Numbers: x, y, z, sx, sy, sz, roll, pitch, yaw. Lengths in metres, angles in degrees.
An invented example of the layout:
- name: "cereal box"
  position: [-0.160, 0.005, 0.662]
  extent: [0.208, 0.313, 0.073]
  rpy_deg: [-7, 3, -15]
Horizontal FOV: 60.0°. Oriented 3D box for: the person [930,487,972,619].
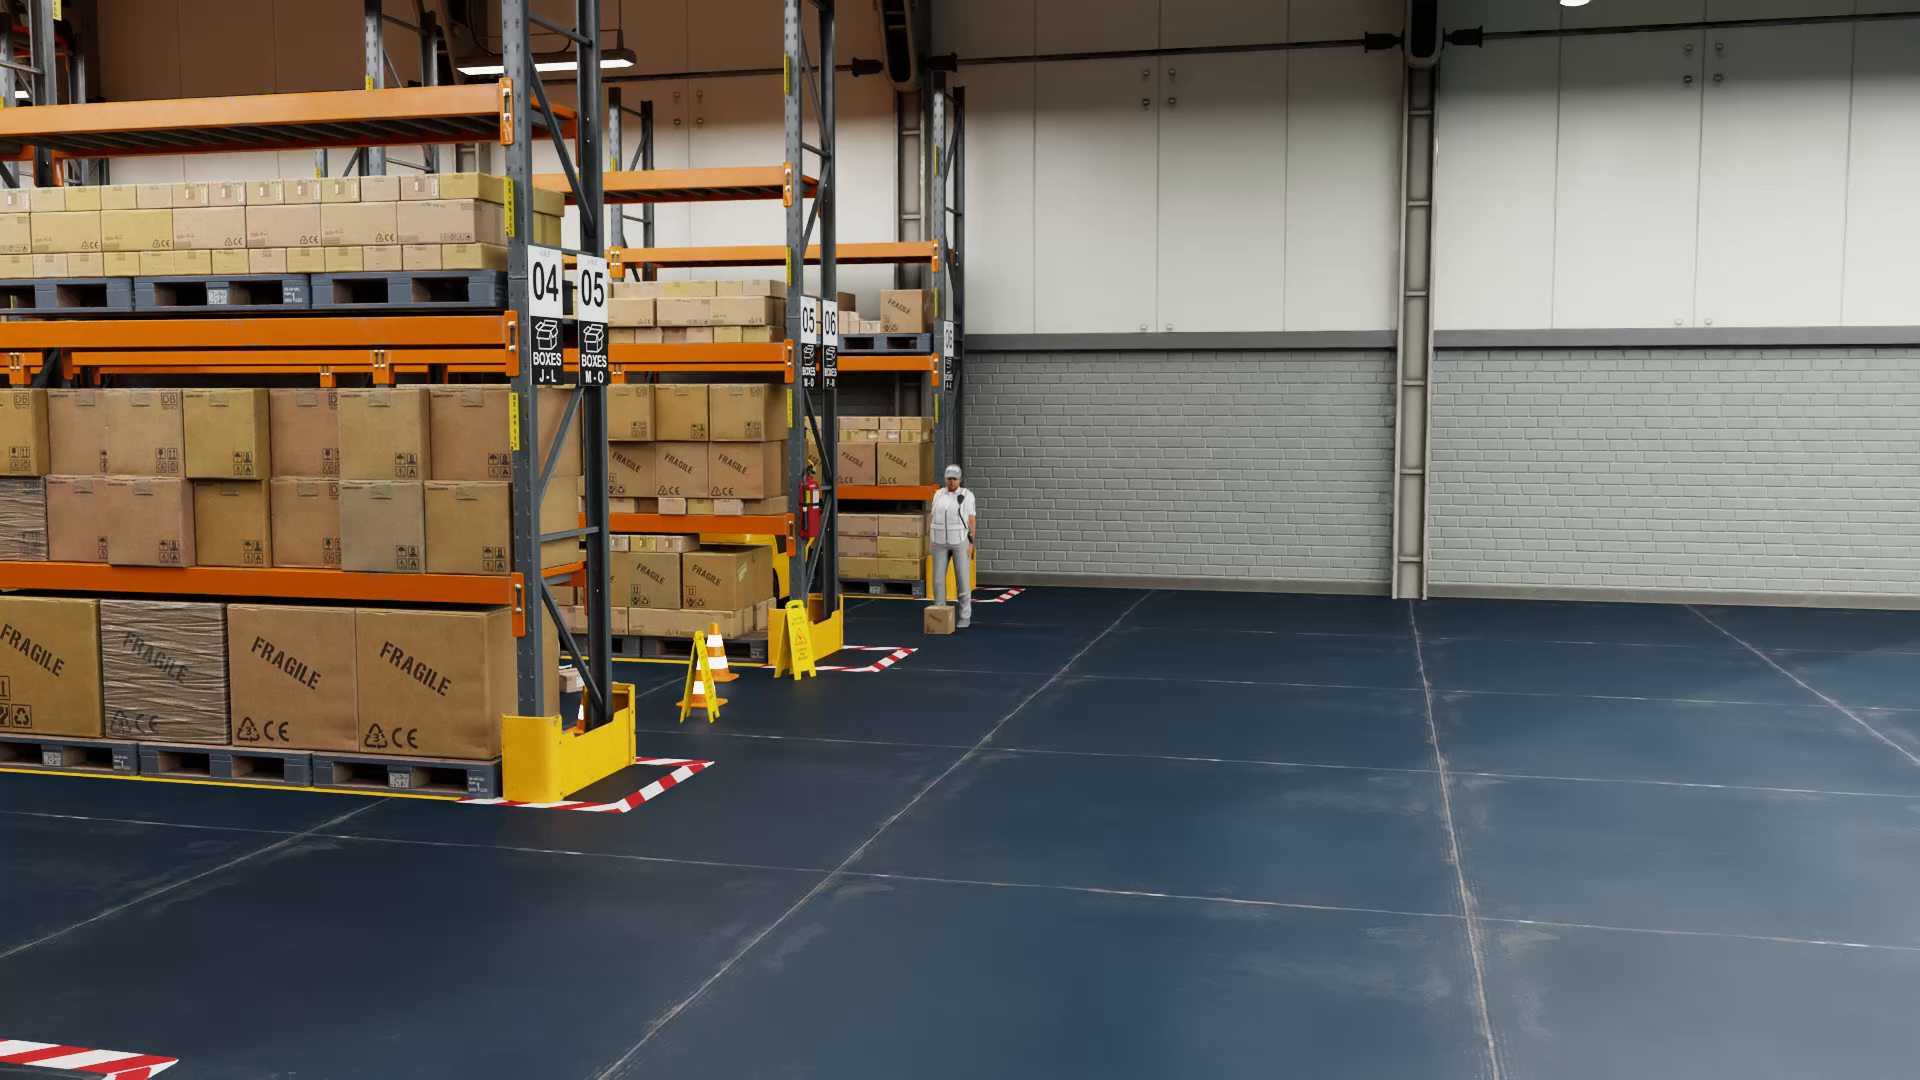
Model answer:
- name: "person"
  position: [-0.093, 0.137, 16.949]
  extent: [0.425, 1.354, 0.380]
  rpy_deg: [1, 5, 15]
